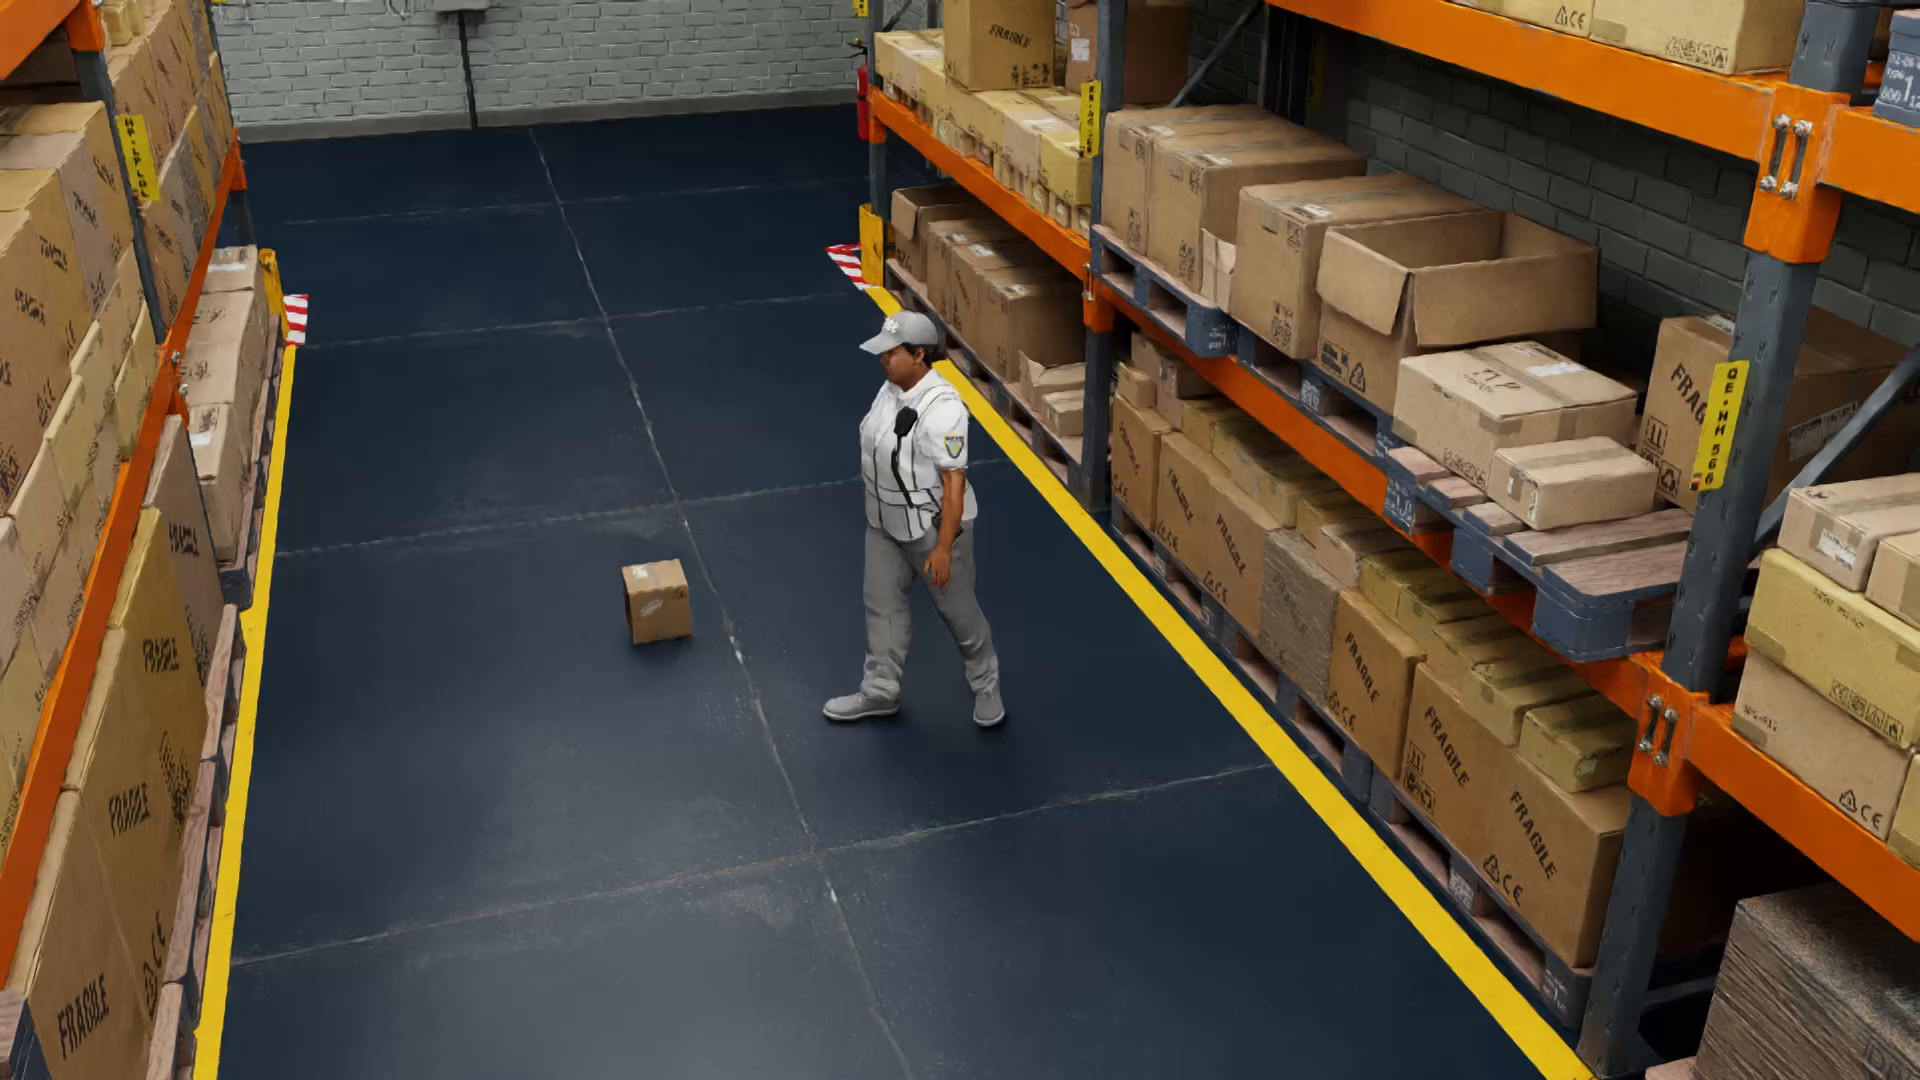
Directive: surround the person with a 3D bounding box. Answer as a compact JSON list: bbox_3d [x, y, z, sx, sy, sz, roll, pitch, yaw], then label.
[{"bbox_3d":[-0.188,-0.075,6.255,0.651,1.649,0.672,-19,32,-33],"label":"person"}]
